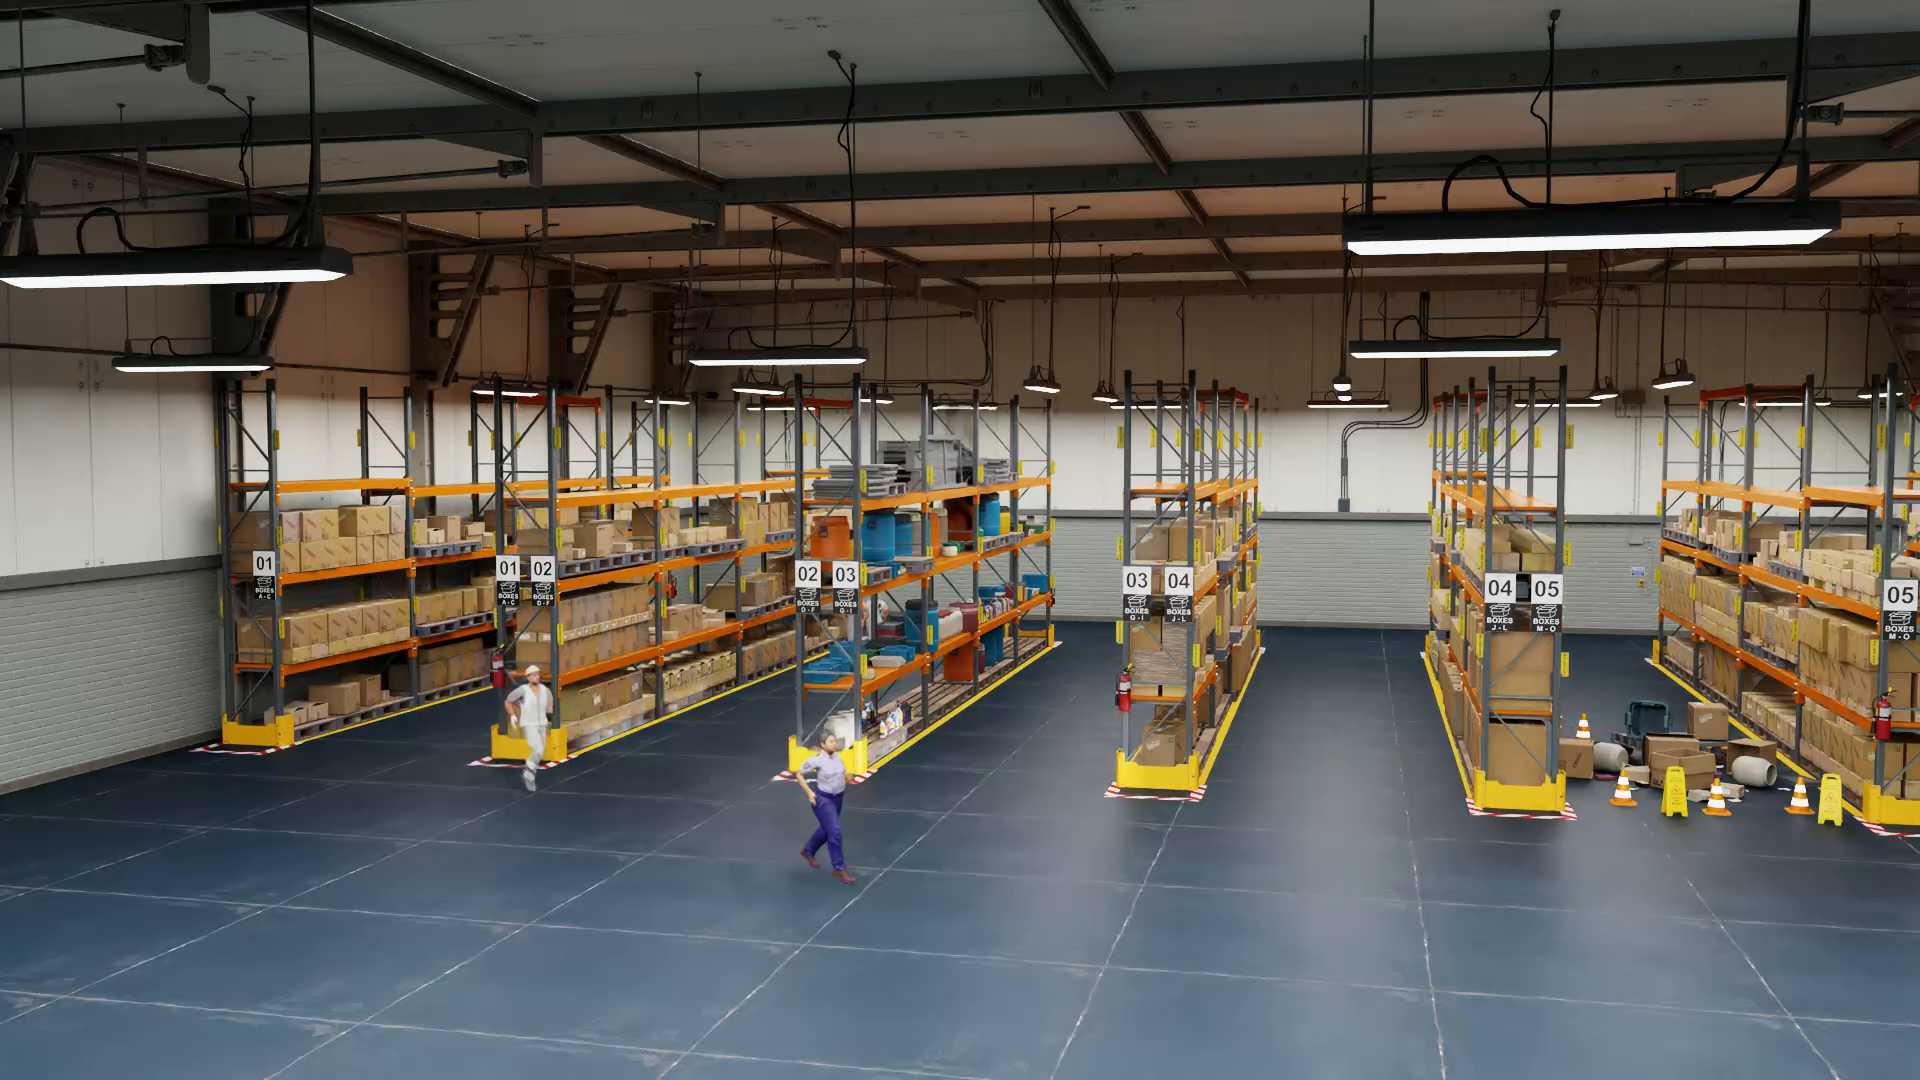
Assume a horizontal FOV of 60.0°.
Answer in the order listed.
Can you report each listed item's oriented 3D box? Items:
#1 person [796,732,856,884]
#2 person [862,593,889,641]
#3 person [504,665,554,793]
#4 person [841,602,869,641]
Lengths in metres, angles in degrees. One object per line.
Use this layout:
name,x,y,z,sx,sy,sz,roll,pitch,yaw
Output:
person,-1.507,3.027,19.002,0.877,1.665,0.594,2,4,32
person,-1.889,1.875,36.922,0.581,1.578,0.530,0,3,5
person,-6.067,2.685,23.717,0.711,1.798,0.633,3,4,40
person,-2.195,1.832,34.462,0.576,1.659,0.522,0,3,3
